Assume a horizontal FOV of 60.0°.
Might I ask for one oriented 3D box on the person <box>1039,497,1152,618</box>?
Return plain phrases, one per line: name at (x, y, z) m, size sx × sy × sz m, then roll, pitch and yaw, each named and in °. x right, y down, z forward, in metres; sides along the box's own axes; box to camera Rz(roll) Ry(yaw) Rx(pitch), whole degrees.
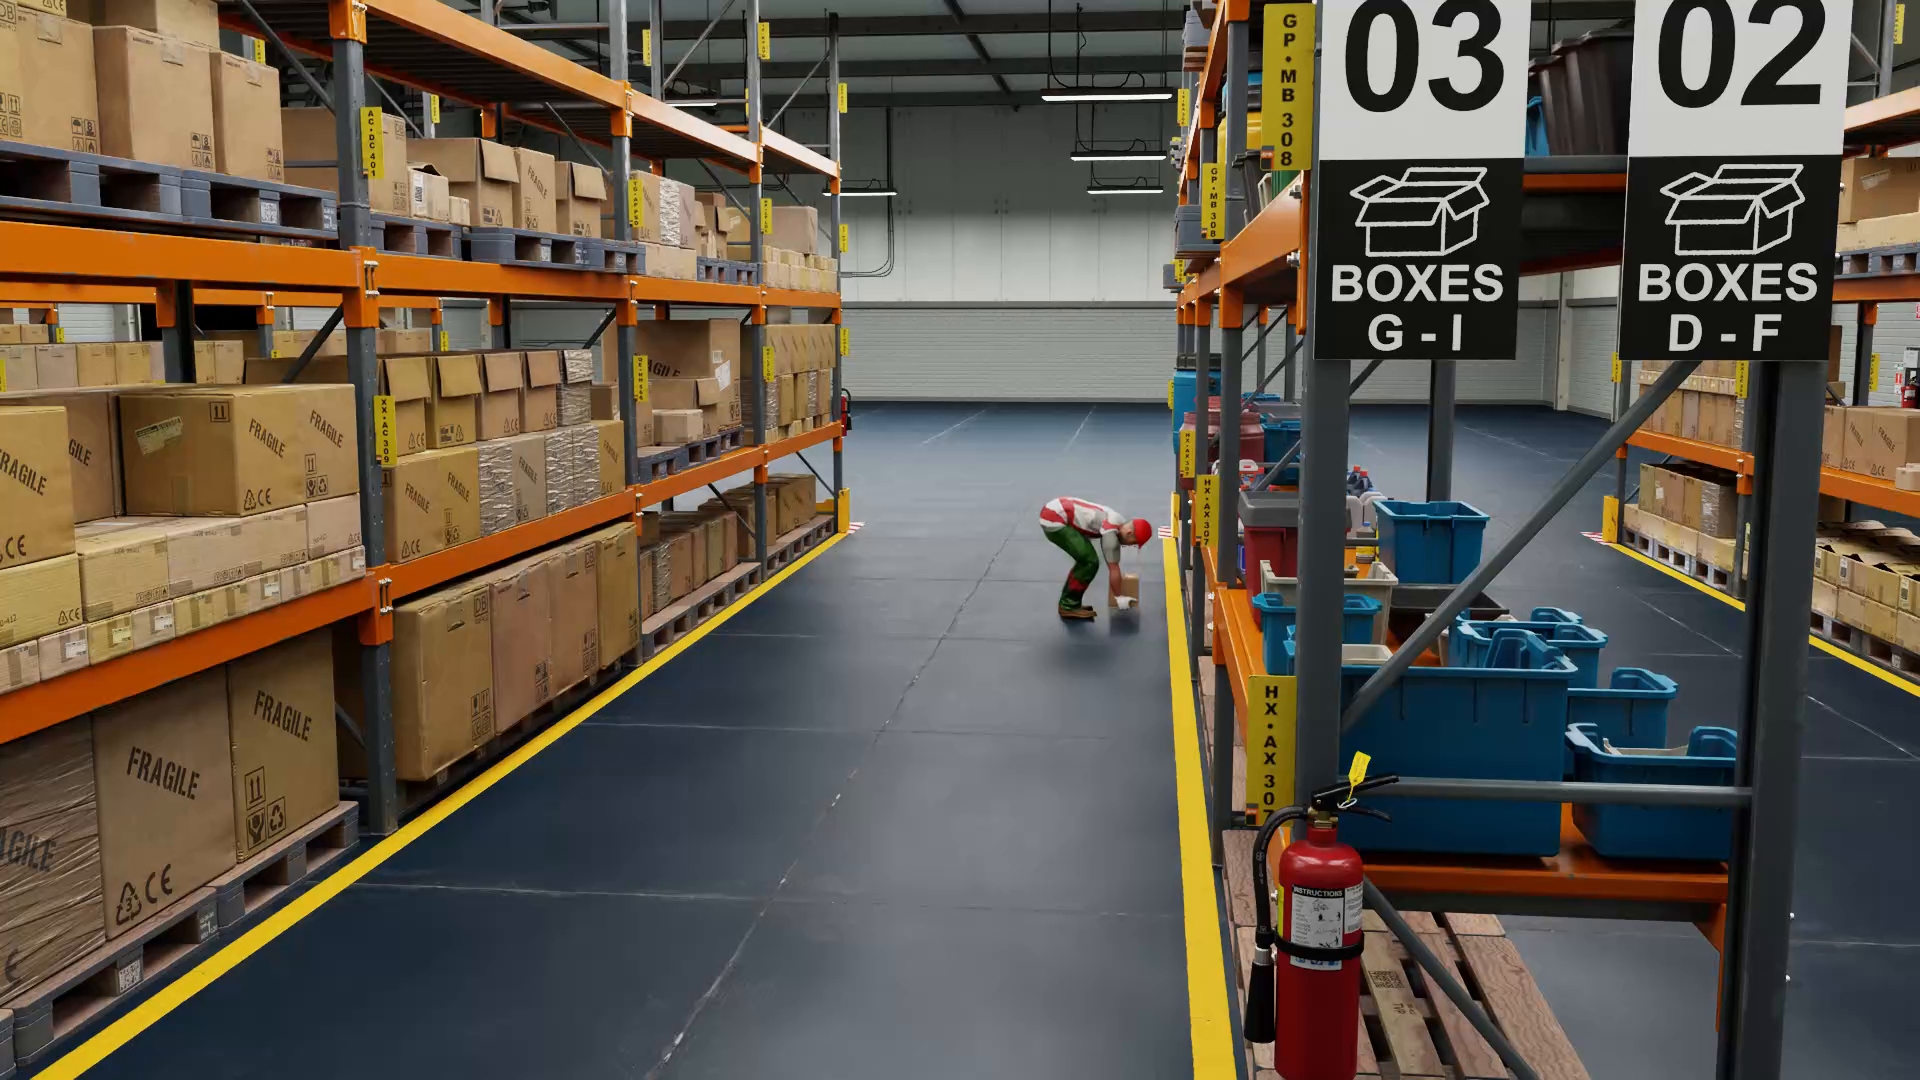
person at (1.141, 0.142, 14.080) m, size 0.953 × 1.011 × 0.522 m, roll 0°, pitch 8°, yaw 3°
